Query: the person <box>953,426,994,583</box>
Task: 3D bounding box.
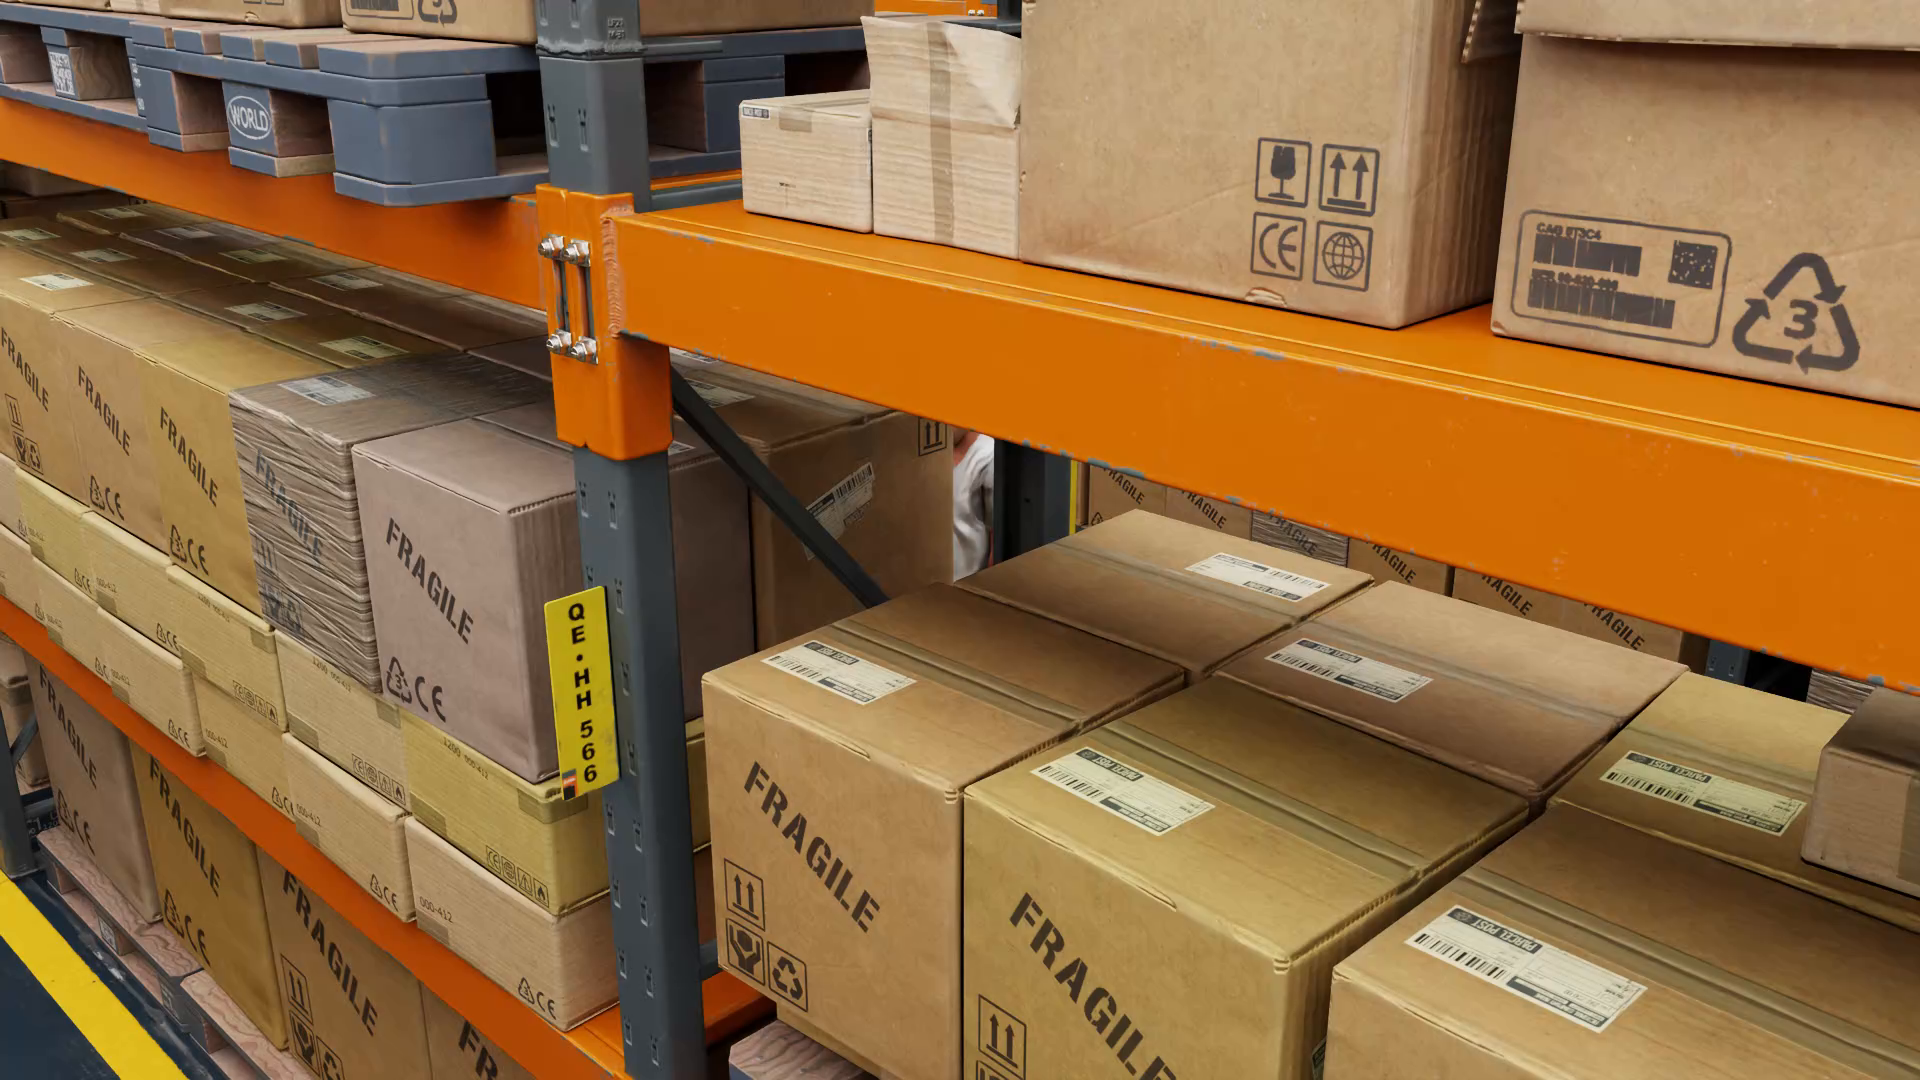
[{"bbox_3d":[-0.028,0.230,5.959,0.388,1.769,0.533,-19,28,-41],"label":"person"}]
